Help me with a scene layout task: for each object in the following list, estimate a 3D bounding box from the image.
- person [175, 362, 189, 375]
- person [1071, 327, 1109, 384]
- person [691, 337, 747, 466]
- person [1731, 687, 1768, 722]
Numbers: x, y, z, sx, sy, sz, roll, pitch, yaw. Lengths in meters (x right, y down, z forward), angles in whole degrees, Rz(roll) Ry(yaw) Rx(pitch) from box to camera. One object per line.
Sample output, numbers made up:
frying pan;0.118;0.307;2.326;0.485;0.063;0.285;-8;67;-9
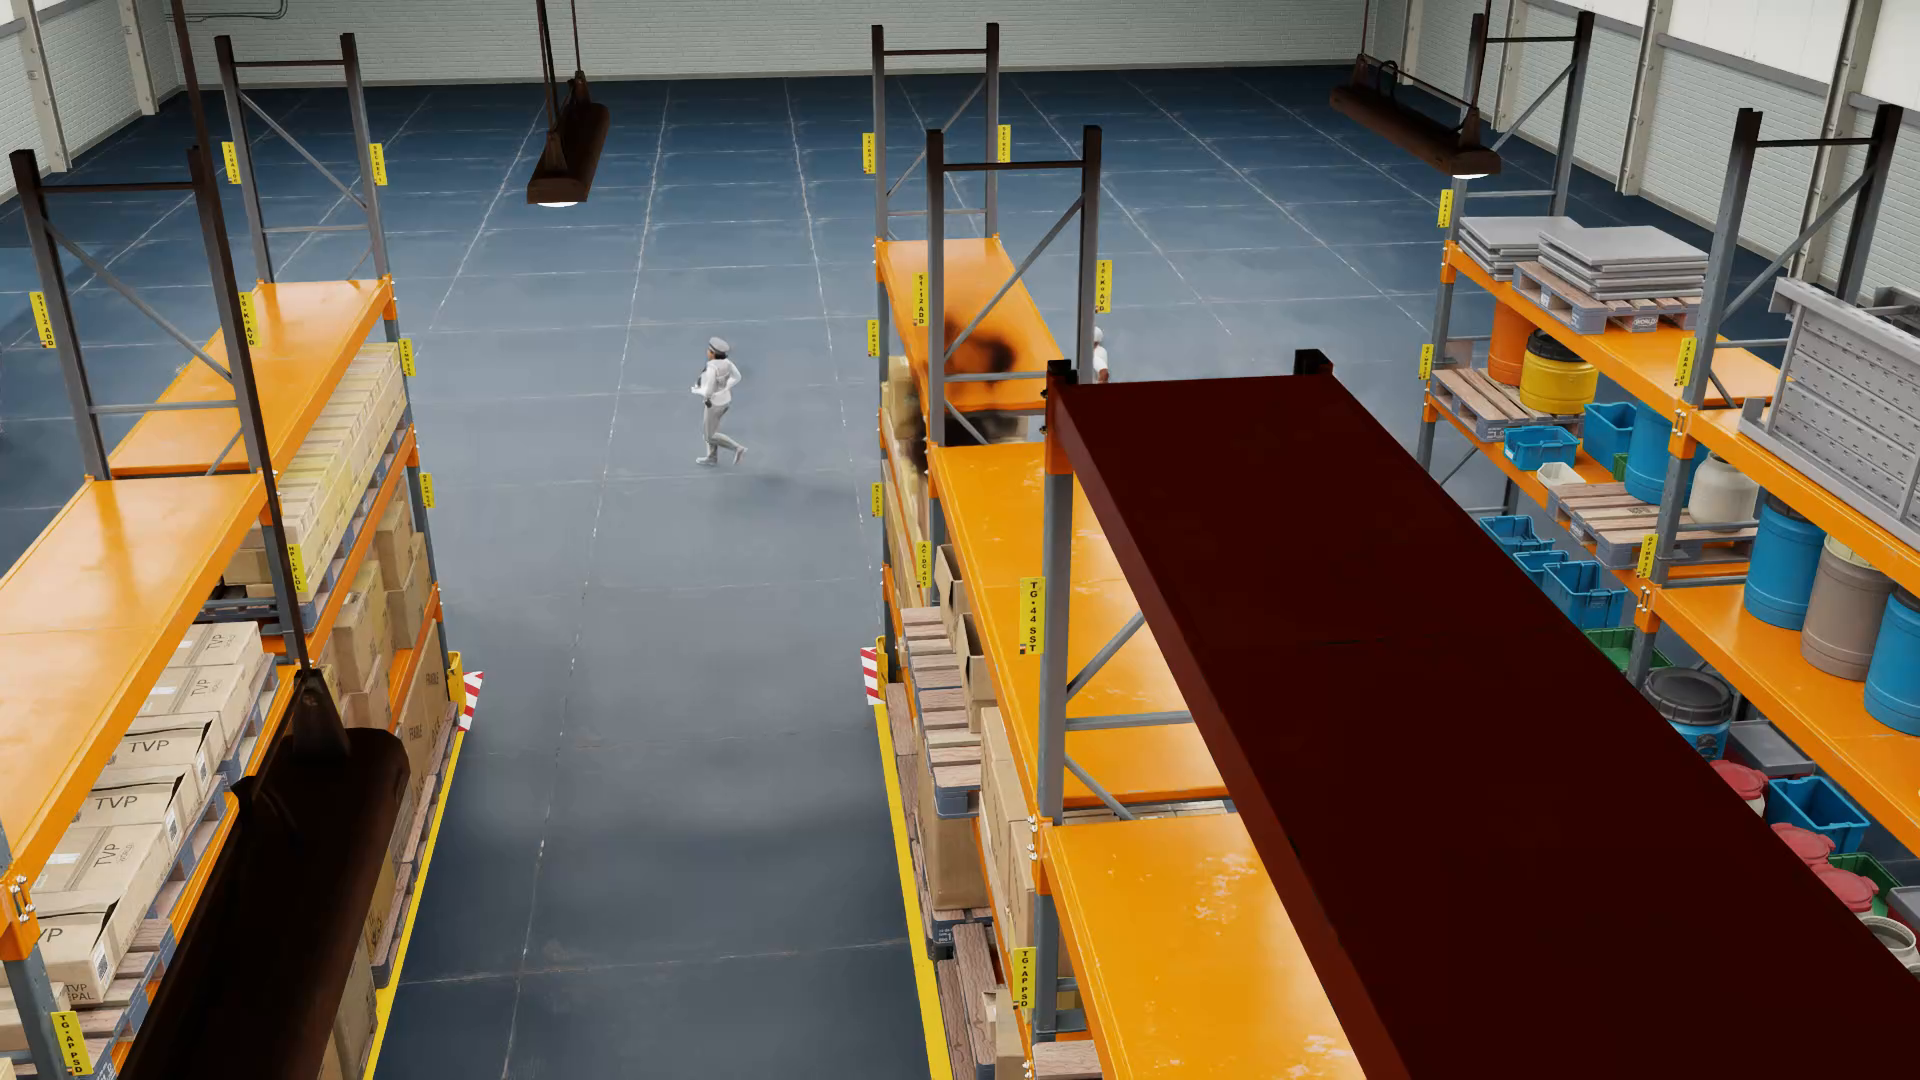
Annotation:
person;-8.653;-1.161;18.900;0.711;1.814;0.637;19;32;35
person;1.606;-1.690;20.015;0.883;1.798;0.710;10;27;20
person;-2.890;-1.645;20.024;0.767;1.660;0.625;10;27;20
person;6.839;1.171;14.094;0.592;1.734;0.684;-7;26;-15
